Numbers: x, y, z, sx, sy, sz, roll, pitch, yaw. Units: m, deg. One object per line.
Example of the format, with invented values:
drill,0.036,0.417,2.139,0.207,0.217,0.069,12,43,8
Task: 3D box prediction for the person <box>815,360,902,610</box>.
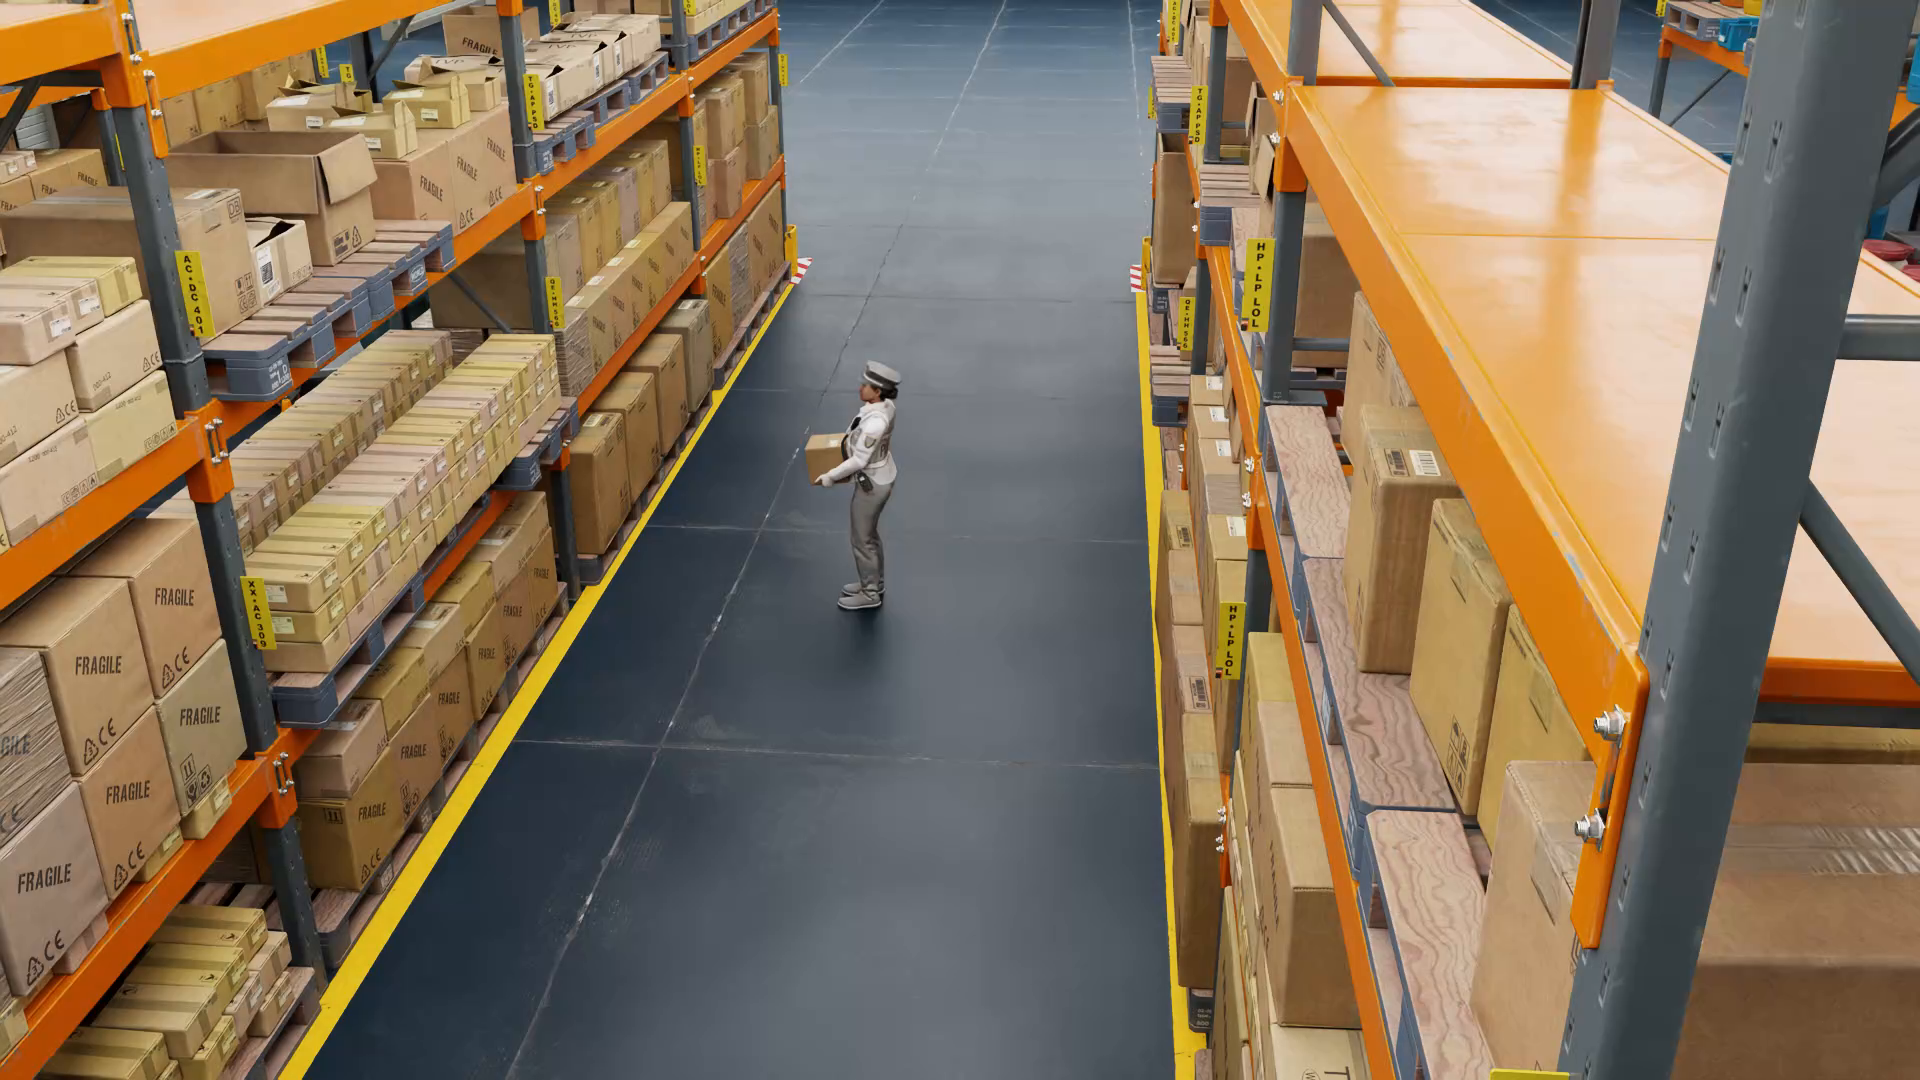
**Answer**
person,-0.637,-0.364,10.755,0.555,1.686,0.453,2,25,5
